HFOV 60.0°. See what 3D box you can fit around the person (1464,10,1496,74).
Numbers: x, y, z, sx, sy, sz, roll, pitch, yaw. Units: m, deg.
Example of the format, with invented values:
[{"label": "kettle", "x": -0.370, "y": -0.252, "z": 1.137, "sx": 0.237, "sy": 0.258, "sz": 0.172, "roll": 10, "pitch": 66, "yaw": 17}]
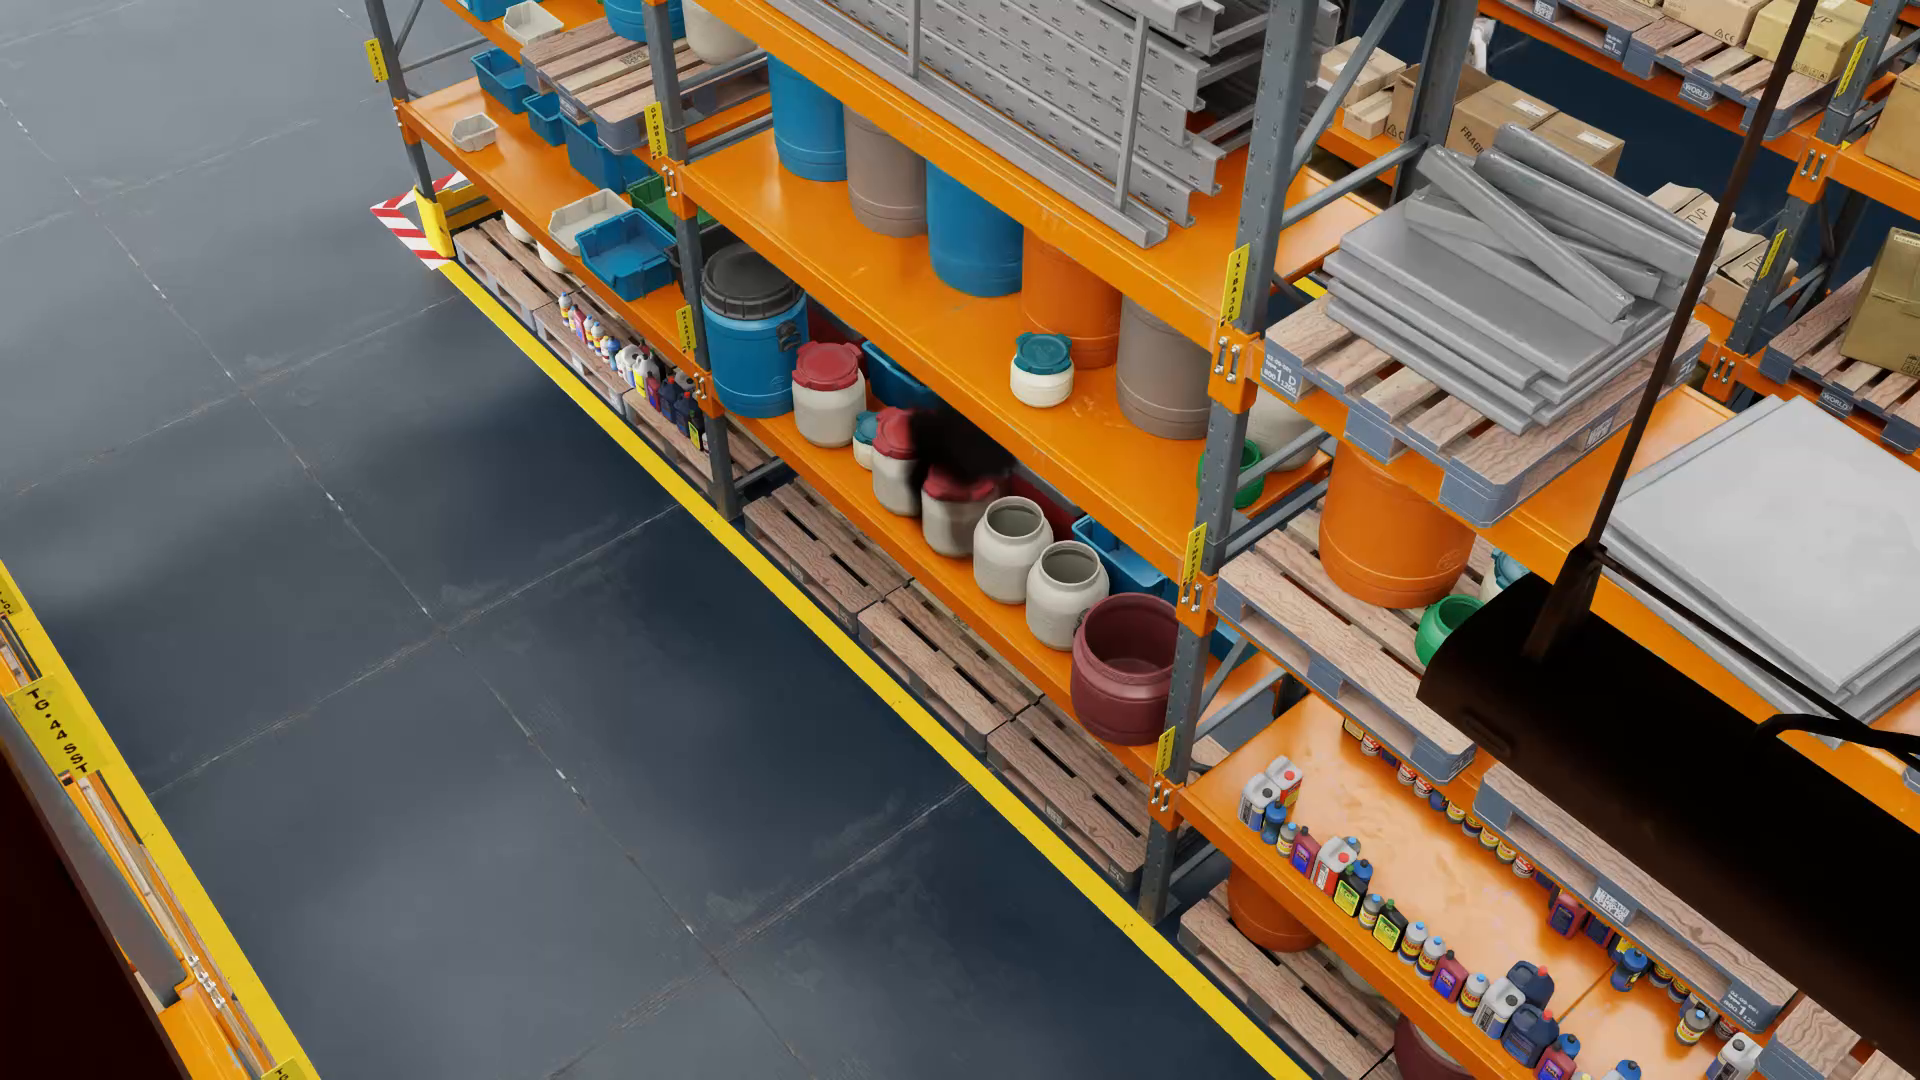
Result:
[{"label": "person", "x": 3.990, "y": -3.617, "z": 13.225, "sx": 0.874, "sy": 1.711, "sz": 0.606, "roll": 33, "pitch": 55, "yaw": 27}]
